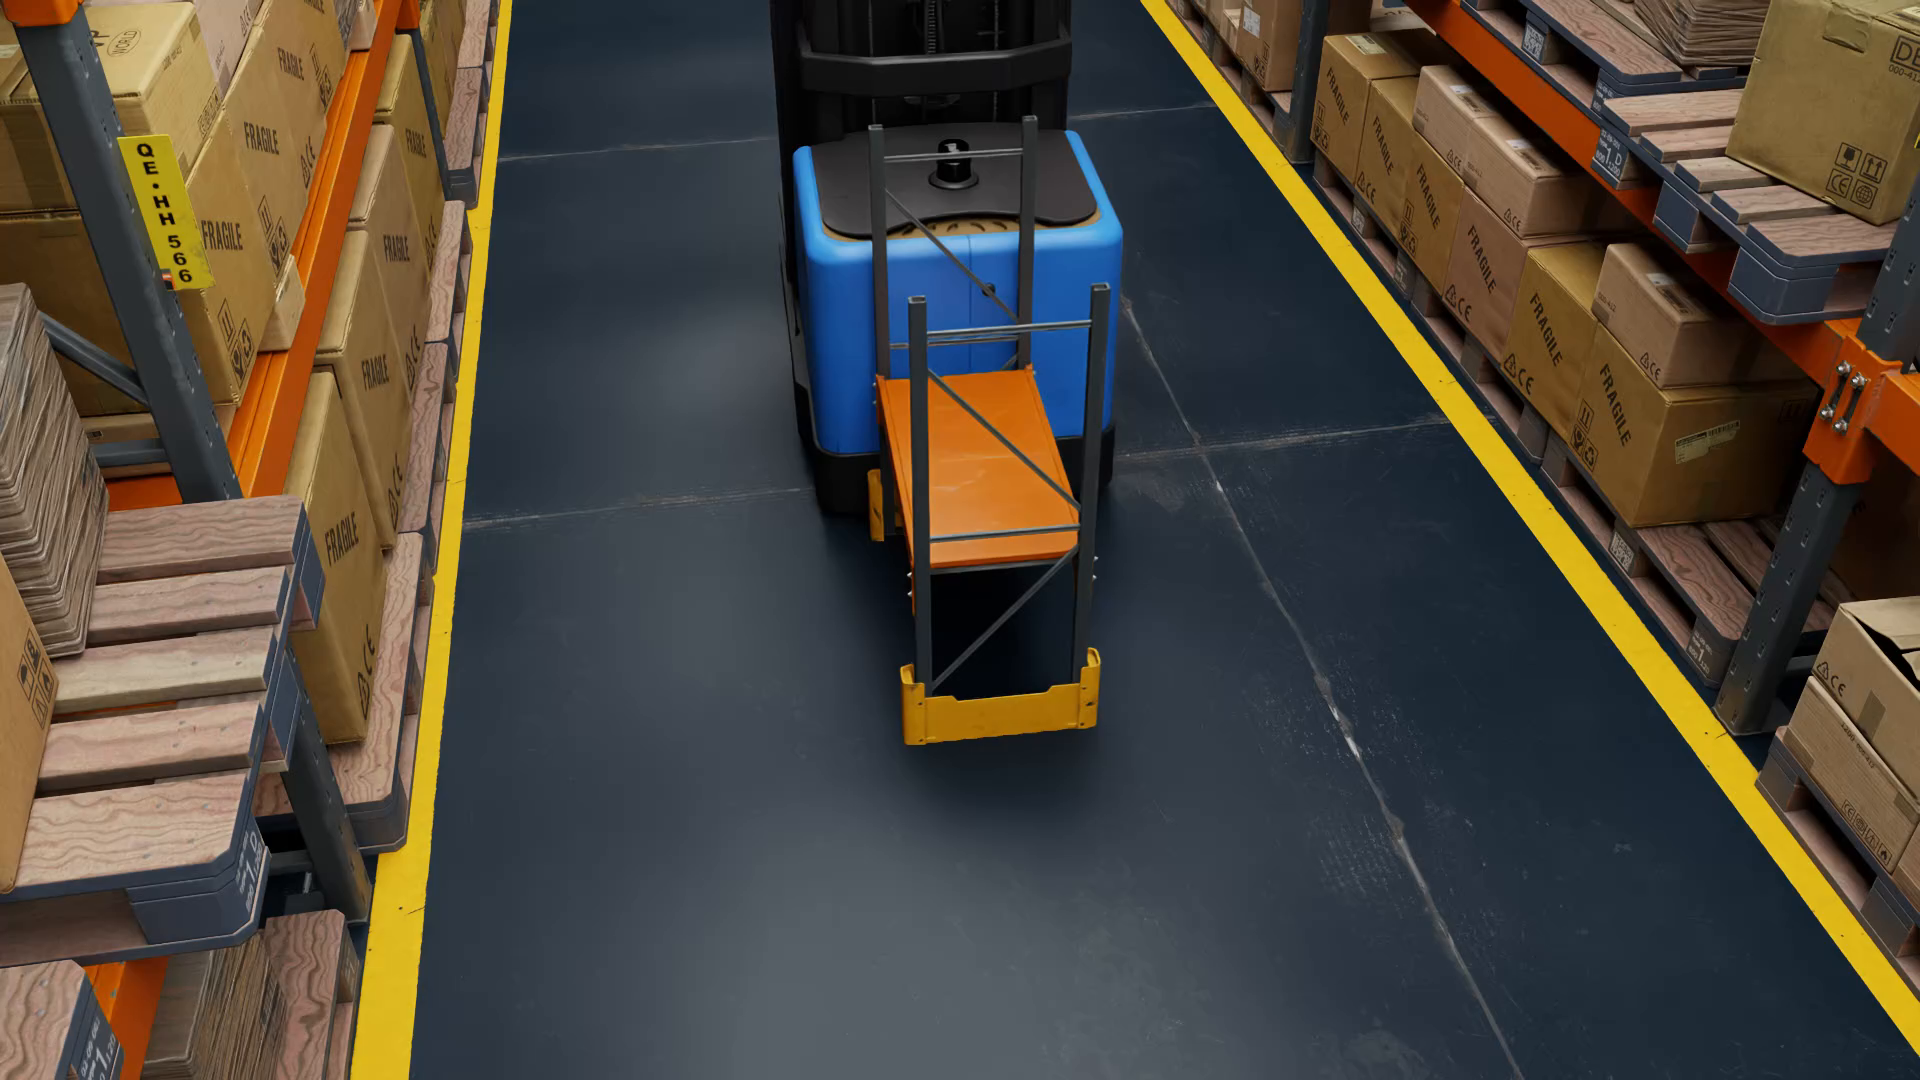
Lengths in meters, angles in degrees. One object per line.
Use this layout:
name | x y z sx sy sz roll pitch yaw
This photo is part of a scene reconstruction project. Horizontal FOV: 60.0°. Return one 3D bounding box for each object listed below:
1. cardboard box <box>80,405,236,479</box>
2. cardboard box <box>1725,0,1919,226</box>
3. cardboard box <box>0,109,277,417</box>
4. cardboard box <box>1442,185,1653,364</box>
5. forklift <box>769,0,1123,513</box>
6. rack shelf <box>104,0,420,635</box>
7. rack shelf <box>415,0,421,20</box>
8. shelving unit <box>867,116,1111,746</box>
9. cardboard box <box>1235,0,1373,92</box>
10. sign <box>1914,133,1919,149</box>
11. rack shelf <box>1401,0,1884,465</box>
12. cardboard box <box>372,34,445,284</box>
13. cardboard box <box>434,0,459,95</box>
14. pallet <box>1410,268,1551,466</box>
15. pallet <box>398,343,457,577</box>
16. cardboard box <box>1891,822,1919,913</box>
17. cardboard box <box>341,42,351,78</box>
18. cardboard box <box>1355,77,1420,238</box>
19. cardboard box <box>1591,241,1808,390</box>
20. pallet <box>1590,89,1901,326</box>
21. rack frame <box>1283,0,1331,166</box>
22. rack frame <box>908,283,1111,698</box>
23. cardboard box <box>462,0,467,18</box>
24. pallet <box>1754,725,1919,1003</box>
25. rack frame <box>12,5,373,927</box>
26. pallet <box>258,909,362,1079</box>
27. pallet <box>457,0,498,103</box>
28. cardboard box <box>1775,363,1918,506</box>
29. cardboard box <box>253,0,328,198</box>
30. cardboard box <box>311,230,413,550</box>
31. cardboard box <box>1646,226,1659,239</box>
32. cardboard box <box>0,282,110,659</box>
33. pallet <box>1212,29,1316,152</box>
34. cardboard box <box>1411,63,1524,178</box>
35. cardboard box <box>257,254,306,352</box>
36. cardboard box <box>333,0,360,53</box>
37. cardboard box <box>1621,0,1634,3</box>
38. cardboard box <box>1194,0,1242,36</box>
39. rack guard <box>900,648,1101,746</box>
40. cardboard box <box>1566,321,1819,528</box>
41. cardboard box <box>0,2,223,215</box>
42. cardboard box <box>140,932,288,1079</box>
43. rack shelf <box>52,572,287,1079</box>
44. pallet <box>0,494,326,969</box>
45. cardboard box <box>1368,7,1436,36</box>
cardboard box | -1.910 -0.276 3.849 0.380 0.149 0.250 -7 38 -9
cardboard box | 2.575 -1.253 4.494 0.700 0.500 0.500 -19 42 -23
cardboard box | -1.913 -0.630 3.775 0.500 0.500 0.500 -5 38 -7
cardboard box | 2.213 -1.034 6.315 0.500 0.500 0.500 -8 38 -10
forklift | -0.176 -2.150 6.128 1.130 2.935 3.031 -5 38 -6
rack shelf | -2.431 -1.068 5.266 1.077 0.370 4.000 -6 38 -8
rack shelf | -3.132 -3.484 8.376 1.077 0.370 4.000 -6 38 -8
shelving unit | 0.050 -0.330 4.952 0.587 1.500 1.083 -5 38 -6
cardboard box | 1.716 -2.595 8.324 0.500 0.500 0.500 -6 38 -8
sign | 2.264 -1.041 3.766 0.100 0.325 0.005 -6 38 -8
rack shelf | 2.446 -1.603 5.955 1.077 0.370 4.000 -6 38 -8
cardboard box | -2.539 -1.498 6.643 0.750 0.750 0.750 -6 38 -7
cardboard box | -2.896 -2.505 8.225 0.700 0.500 0.500 -7 38 -8
pallet | 2.492 -0.768 6.567 1.003 0.211 1.213 -6 38 -8
pallet | -2.355 -0.262 5.916 1.003 0.211 1.213 -6 38 -8
cardboard box | 2.688 0.892 4.055 0.500 0.250 0.500 -7 38 -9
cardboard box | -2.293 -1.676 5.650 0.380 0.149 0.250 -6 38 -8
cardboard box | 2.044 -1.642 7.098 0.500 0.500 0.500 -6 38 -7
cardboard box | 2.387 -0.735 5.319 0.500 0.250 0.500 -5 38 -6
pallet | 2.608 -1.005 4.755 1.213 0.211 1.003 -6 38 -8
rack frame | 2.095 -3.095 7.289 1.000 3.000 0.127 -6 38 -8
rack frame | 0.122 -0.016 4.547 0.500 1.500 0.032 -5 38 -6
cardboard box | -3.085 -3.137 9.038 0.700 0.500 0.500 -7 38 -9
pallet | 2.902 0.924 4.389 1.003 0.211 1.213 -6 38 -8
rack frame | -2.080 -0.144 3.490 1.000 3.000 0.127 -6 38 -8
pallet | -1.945 1.429 3.738 1.003 0.211 1.213 -6 38 -8
pallet | -3.055 -2.665 9.008 1.003 0.211 1.213 -6 38 -8
cardboard box | 2.900 -0.487 5.611 0.500 0.500 0.500 -8 38 -10
cardboard box | -2.082 -1.247 4.570 0.500 0.500 0.500 -6 38 -8
cardboard box | -2.227 -0.449 5.293 0.750 0.750 0.750 -6 38 -8
cardboard box | 2.721 -1.105 6.406 0.500 0.500 0.500 -7 38 -9
cardboard box | -1.988 -0.074 2.961 0.700 0.500 0.500 -11 39 -13
pallet | 1.975 -2.409 8.679 1.003 0.211 1.213 -6 38 -8
cardboard box | 2.115 -1.655 6.503 0.500 0.250 0.500 -6 38 -8
cardboard box | -1.909 -0.599 4.265 0.380 0.149 0.250 -5 38 -7
cardboard box | -2.273 -1.862 5.361 0.500 0.500 0.500 -6 38 -8
cardboard box | 2.465 -2.240 5.764 0.700 0.500 0.500 -16 41 -19
cardboard box | 1.584 -2.974 8.966 0.500 0.311 0.500 -6 38 -8
rack guard | 0.119 0.466 4.946 0.587 0.250 0.087 -5 38 -6
cardboard box | 2.401 -0.405 5.506 0.500 0.500 0.500 -5 38 -6
cardboard box | -1.911 -0.924 3.543 0.500 0.250 0.500 -5 38 -7
cardboard box | -1.903 1.099 3.570 0.700 0.500 0.500 -6 38 -7
rack shelf | -1.729 1.348 2.156 1.077 0.370 4.000 -6 38 -8
pallet | -1.850 0.351 3.010 1.213 0.211 1.003 -6 38 -8
cardboard box | 2.234 -2.484 8.335 0.500 0.311 0.500 -6 38 -8
